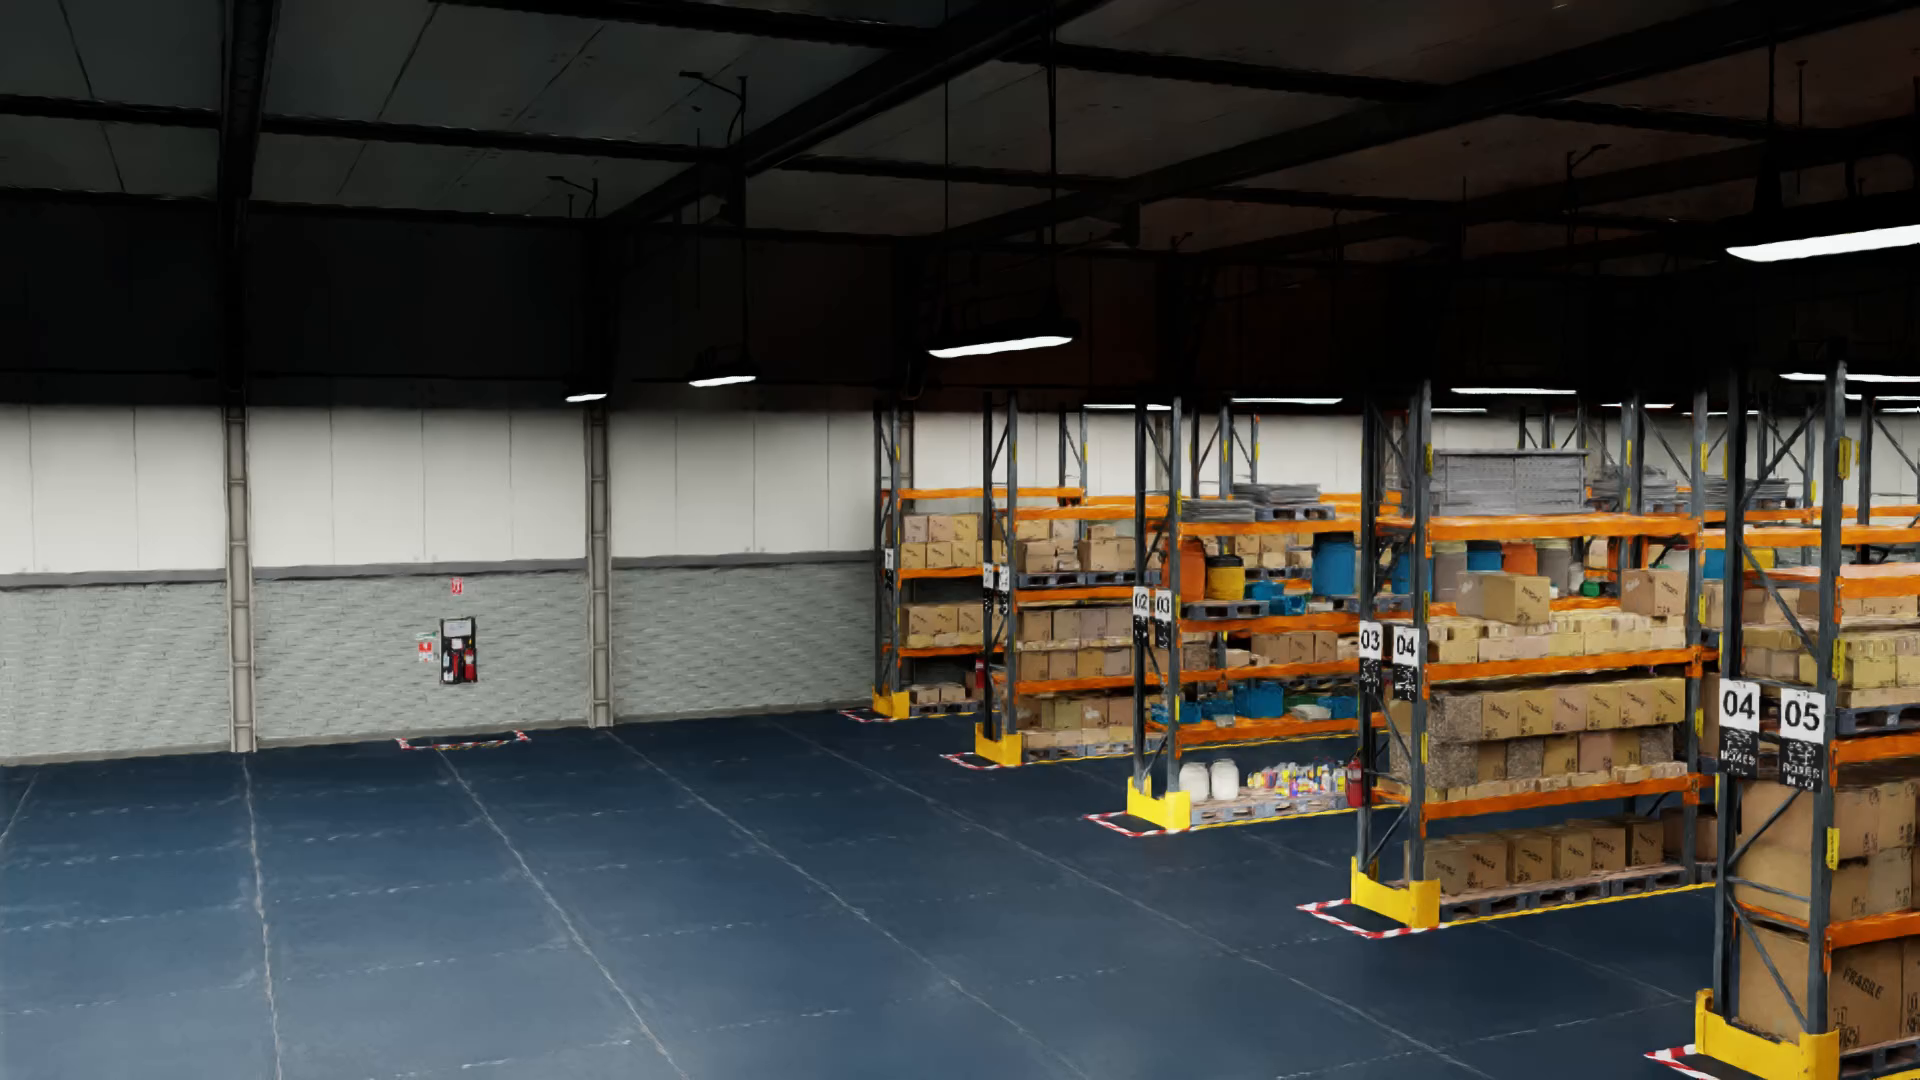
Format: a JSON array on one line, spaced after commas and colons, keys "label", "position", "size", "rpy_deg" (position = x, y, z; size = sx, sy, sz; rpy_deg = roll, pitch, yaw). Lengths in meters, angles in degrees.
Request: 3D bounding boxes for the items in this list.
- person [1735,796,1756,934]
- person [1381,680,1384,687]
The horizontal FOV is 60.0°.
[{"label": "person", "position": [8.413, 3.303, 17.574], "size": [1.088, 1.647, 0.563], "rpy_deg": [-2, 4, -33]}, {"label": "person", "position": [8.674, 2.254, 34.544], "size": [0.501, 1.781, 0.621], "rpy_deg": [2, 4, 33]}]
